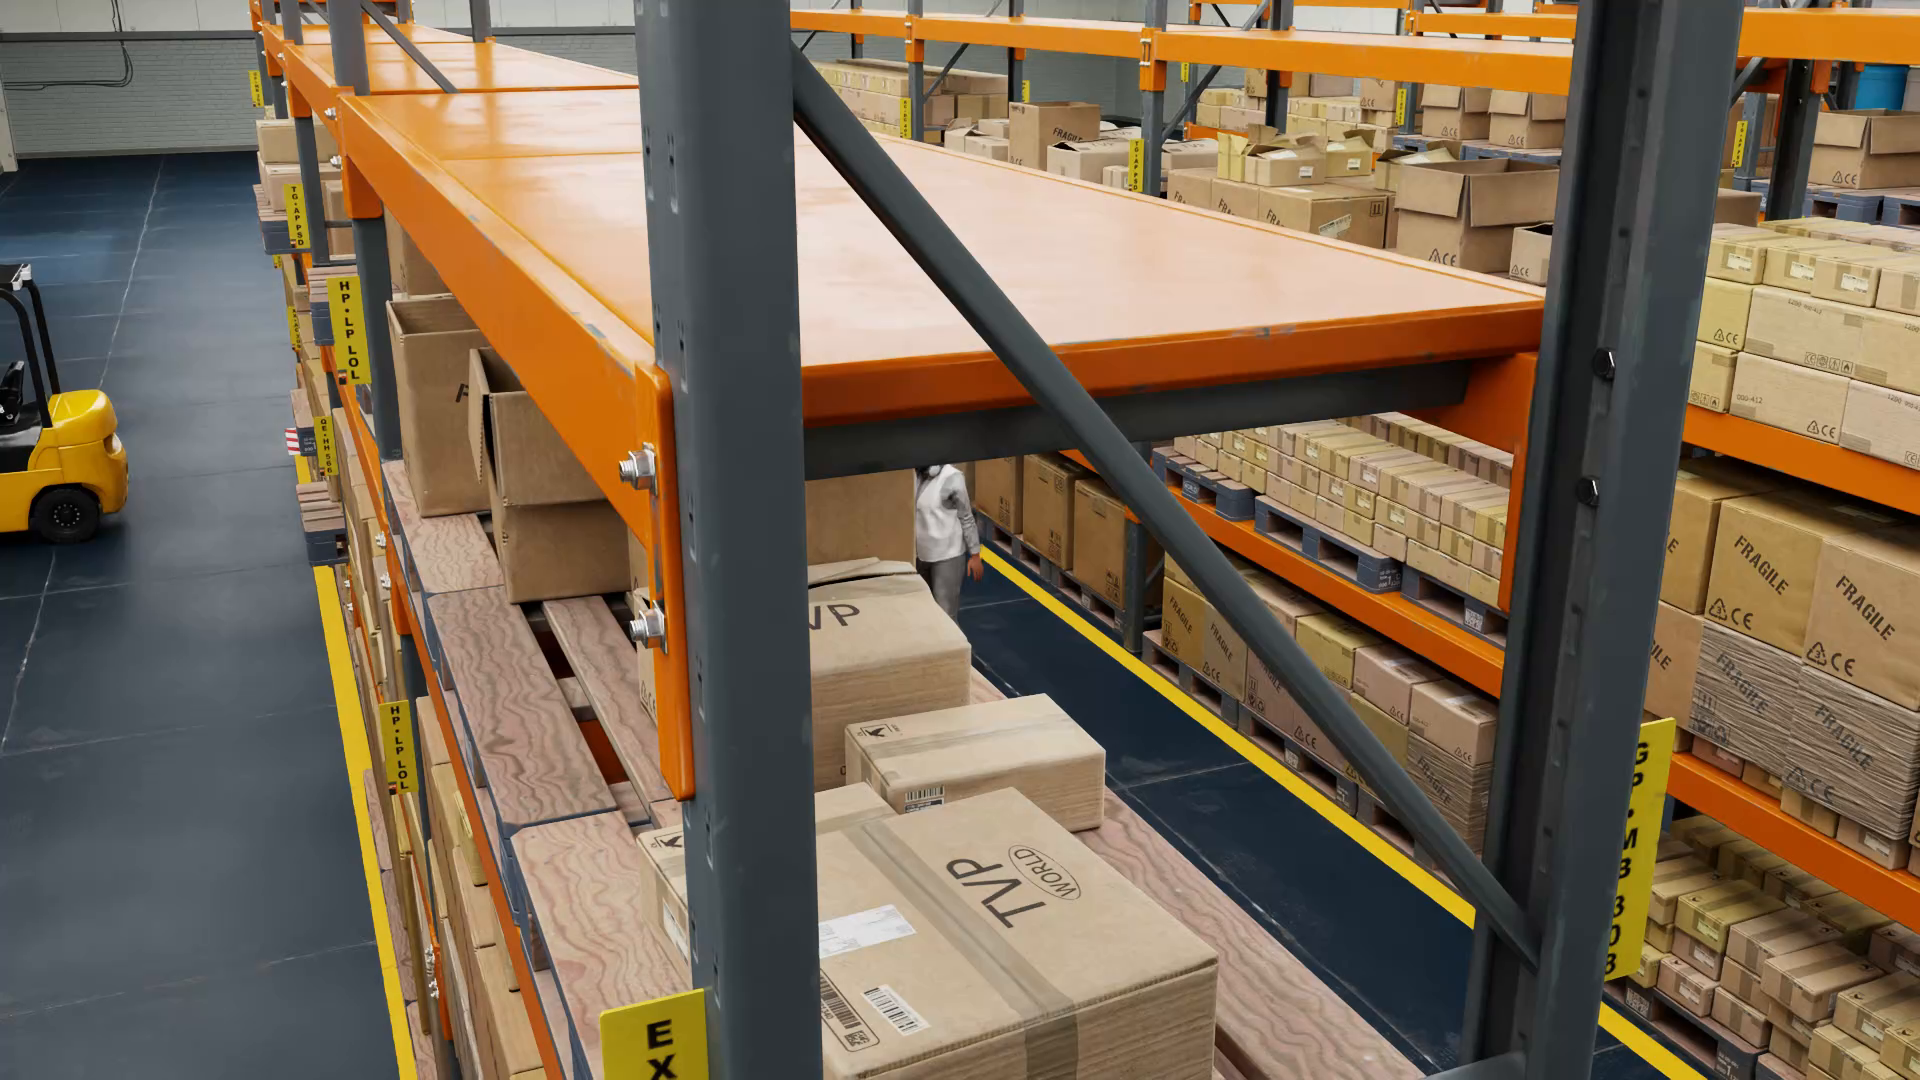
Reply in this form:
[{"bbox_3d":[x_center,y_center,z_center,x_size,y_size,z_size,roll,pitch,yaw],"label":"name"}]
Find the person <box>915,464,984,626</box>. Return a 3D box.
[{"bbox_3d":[-0.163,0.075,10.813,0.673,1.759,0.676,17,25,41],"label":"person"}]
